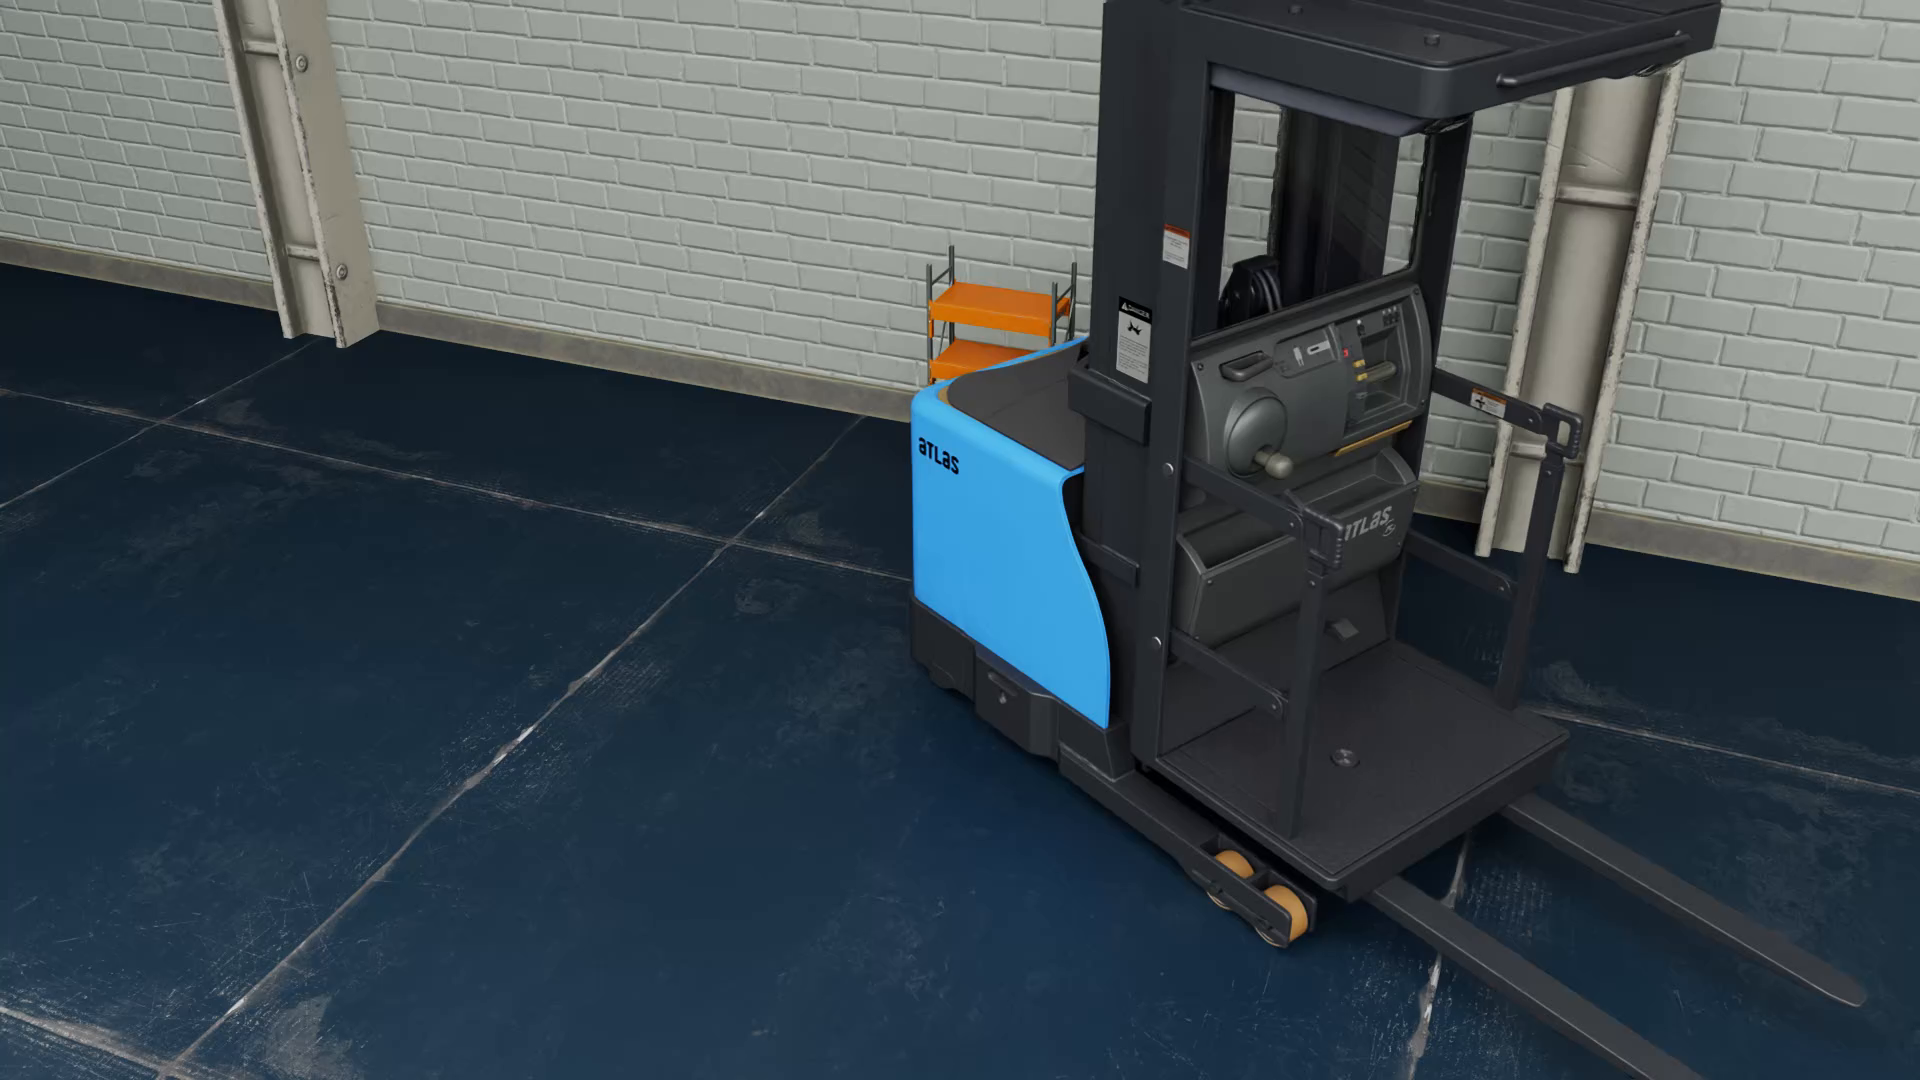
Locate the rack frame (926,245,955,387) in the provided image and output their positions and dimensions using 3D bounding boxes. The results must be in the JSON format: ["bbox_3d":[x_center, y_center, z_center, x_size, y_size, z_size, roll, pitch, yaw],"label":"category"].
[{"bbox_3d":[-0.073,-0.537,6.480,0.015,1.200,0.240,11,31,19],"label":"rack frame"}]

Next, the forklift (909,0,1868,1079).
[{"bbox_3d":[1.124,-0.404,4.486,1.130,2.935,3.031,-21,36,-32],"label":"forklift"}]

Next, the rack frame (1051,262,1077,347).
[{"bbox_3d":[0.379,-0.447,6.321,0.015,1.200,0.240,11,31,19],"label":"rack frame"}]

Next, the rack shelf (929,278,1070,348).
[{"bbox_3d":[0.153,-0.834,6.207,0.480,0.148,0.258,11,31,19],"label":"rack shelf"}]

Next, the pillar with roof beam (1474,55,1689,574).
[{"bbox_3d":[0.677,-1.929,1.018,0.400,9.000,9.100,11,31,19],"label":"pillar with roof beam"}]

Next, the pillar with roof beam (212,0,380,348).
[{"bbox_3d":[-4.883,-3.039,2.981,0.400,9.000,9.100,11,31,19],"label":"pillar with roof beam"}]

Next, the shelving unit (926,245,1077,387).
[{"bbox_3d":[0.153,-0.492,6.401,0.503,1.200,0.258,11,31,19],"label":"shelving unit"}]

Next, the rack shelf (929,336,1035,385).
[{"bbox_3d":[0.153,-0.628,6.324,0.480,0.148,0.258,11,31,19],"label":"rack shelf"}]
